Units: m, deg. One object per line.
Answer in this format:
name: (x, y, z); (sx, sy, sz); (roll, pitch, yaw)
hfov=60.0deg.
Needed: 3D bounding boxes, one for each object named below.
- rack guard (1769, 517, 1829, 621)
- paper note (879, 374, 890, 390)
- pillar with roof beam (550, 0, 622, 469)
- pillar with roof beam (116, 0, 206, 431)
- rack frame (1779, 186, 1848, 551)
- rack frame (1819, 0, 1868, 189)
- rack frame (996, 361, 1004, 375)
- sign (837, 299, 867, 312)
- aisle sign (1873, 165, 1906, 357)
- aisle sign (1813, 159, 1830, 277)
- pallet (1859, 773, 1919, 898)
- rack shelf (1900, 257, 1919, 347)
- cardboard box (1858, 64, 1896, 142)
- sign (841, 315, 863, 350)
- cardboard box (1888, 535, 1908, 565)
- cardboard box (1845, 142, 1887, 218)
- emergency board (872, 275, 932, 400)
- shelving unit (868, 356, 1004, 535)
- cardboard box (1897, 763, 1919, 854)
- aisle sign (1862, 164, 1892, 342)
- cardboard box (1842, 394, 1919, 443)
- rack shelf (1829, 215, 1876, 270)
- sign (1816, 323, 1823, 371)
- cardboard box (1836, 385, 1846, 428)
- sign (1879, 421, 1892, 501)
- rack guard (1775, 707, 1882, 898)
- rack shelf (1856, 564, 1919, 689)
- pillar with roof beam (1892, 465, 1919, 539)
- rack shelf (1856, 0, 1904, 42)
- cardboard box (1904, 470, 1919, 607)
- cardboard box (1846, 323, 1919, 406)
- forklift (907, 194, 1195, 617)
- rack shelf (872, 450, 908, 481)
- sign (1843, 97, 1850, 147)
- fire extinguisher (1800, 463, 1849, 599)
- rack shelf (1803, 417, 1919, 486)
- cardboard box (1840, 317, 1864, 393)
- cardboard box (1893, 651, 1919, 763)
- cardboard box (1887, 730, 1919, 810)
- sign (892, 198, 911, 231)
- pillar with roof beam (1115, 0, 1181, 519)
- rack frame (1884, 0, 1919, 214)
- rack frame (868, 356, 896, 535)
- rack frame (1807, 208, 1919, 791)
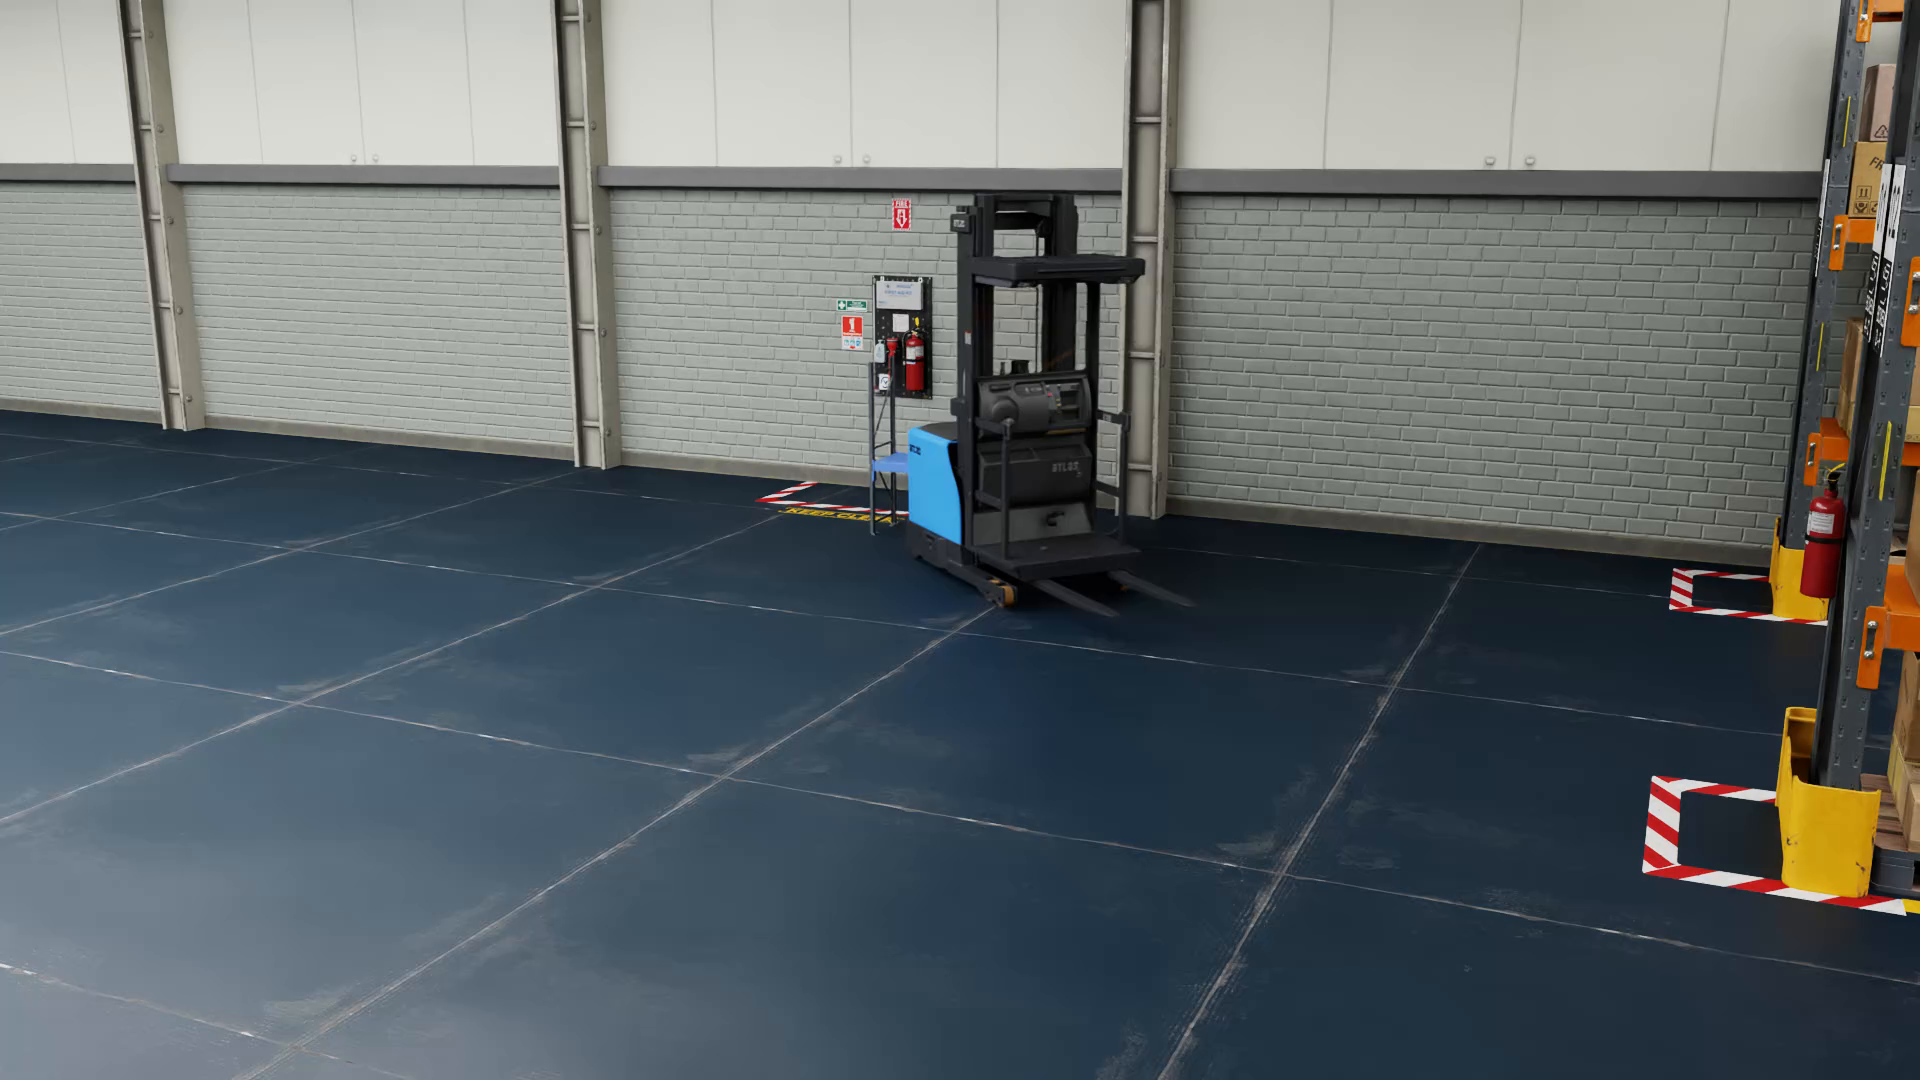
rack guard: (6.222, 0.199, 12.311); (0.348, 0.500, 1.175); (6, 14, 23)
paper note: (-0.721, -1.534, 16.156); (0.142, 0.148, 0.016); (6, 14, 23)
pillar with roof beam: (-5.572, -4.272, 12.764); (0.400, 9.000, 9.100); (6, 14, 23)
pillar with roof beam: (-11.058, -4.828, 15.130); (0.400, 9.000, 9.100); (6, 14, 23)
rack frame: (6.152, -1.025, 12.055); (0.127, 3.000, 1.000); (6, 14, 23)
rack frame: (6.152, -3.945, 11.370); (0.127, 3.000, 1.000); (6, 14, 23)
rack frame: (0.274, -0.741, 14.130); (0.032, 1.500, 0.500); (5, 14, 21)
sign: (-1.050, -2.278, 16.159); (0.331, 0.109, 0.001); (6, 14, 23)
aisle sign: (3.965, -1.197, 7.101); (0.004, 0.787, 0.394); (6, 14, 23)
aisle sign: (5.965, -2.234, 11.520); (0.004, 0.787, 0.394); (6, 14, 23)
pallet: (4.866, 1.430, 7.699); (1.213, 0.211, 1.003); (6, 14, 23)
rack shelf: (5.978, -0.915, 6.595); (4.000, 0.370, 1.077); (6, 14, 23)
cardboard box: (6.406, -2.944, 11.217); (0.500, 0.500, 0.500); (5, 14, 19)
sign: (-1.051, -2.022, 16.229); (0.234, 0.329, 0.001); (6, 14, 23)
cardboard box: (6.749, 0.153, 11.959); (0.500, 0.311, 0.500); (4, 14, 17)
cardboard box: (6.357, -2.460, 11.345); (0.500, 0.500, 0.500); (6, 15, 25)
emergency board: (-0.587, -1.932, 15.924); (0.643, 1.169, 0.194); (6, 14, 23)
shelving unit: (-0.200, -0.783, 14.309); (1.048, 1.500, 0.538); (5, 14, 21)
cardboard box: (4.550, 1.241, 7.501); (0.500, 0.250, 0.500); (6, 14, 23)
aisle sign: (4.208, -1.323, 7.635); (0.004, 0.787, 0.394); (6, 14, 23)
cardboard box: (6.470, -0.850, 11.595); (0.500, 0.250, 0.500); (5, 14, 22)
rack shelf: (7.981, -1.950, 11.006); (4.000, 0.370, 1.077); (6, 14, 23)
sign: (5.933, -1.333, 11.473); (0.005, 0.325, 0.100); (6, 14, 23)
cardboard box: (6.658, -0.959, 12.058); (0.500, 0.250, 0.500); (6, 14, 24)
sign: (3.919, -0.334, 7.045); (0.005, 0.325, 0.100); (6, 14, 23)
rack guard: (4.127, 1.225, 7.939); (0.348, 0.500, 1.175); (6, 14, 23)
rack shelf: (5.978, 0.546, 6.938); (4.000, 0.370, 1.077); (6, 14, 23)
pillar with roof beam: (5.399, -3.162, 8.032); (0.400, 9.000, 9.100); (6, 14, 23)
rack shelf: (7.981, -3.408, 10.664); (4.000, 0.370, 1.077); (6, 14, 23)
cardboard box: (4.571, 0.008, 7.438); (0.500, 0.500, 0.700); (6, 14, 23)
cardboard box: (6.467, -1.219, 11.529); (0.500, 0.500, 0.500); (6, 14, 23)
forklift: (0.657, -1.044, 12.289); (1.130, 2.935, 3.031); (-6, 15, -25)
rack shelf: (-0.200, -0.608, 14.350); (1.000, 0.185, 0.538); (5, 14, 21)
sign: (5.933, -2.797, 11.130); (0.005, 0.325, 0.100); (6, 14, 23)
fire extinguisher: (4.229, -0.060, 8.113); (0.183, 0.674, 0.296); (6, 14, 23)
rack shelf: (7.981, -0.489, 11.349); (4.000, 0.370, 1.077); (6, 14, 23)
cardboard box: (6.670, -1.327, 11.988); (0.500, 0.500, 0.500); (6, 14, 23)
cardboard box: (4.760, 0.767, 7.878); (0.500, 0.500, 0.500); (6, 14, 23)
cardboard box: (4.759, 1.132, 7.962); (0.500, 0.250, 0.500); (6, 14, 23)
sign: (-0.554, -3.082, 15.751); (0.199, 0.298, 0.001); (6, 14, 23)
pillar with roof beam: (-0.087, -3.717, 10.398); (0.400, 9.000, 9.100); (6, 14, 23)
rack frame: (4.149, -2.910, 6.959); (0.127, 3.000, 1.000); (6, 14, 23)
rack frame: (-0.674, -0.825, 14.488); (0.032, 1.500, 0.500); (5, 14, 21)
rack frame: (4.149, 0.010, 7.644); (0.127, 3.000, 1.000); (6, 14, 23)
